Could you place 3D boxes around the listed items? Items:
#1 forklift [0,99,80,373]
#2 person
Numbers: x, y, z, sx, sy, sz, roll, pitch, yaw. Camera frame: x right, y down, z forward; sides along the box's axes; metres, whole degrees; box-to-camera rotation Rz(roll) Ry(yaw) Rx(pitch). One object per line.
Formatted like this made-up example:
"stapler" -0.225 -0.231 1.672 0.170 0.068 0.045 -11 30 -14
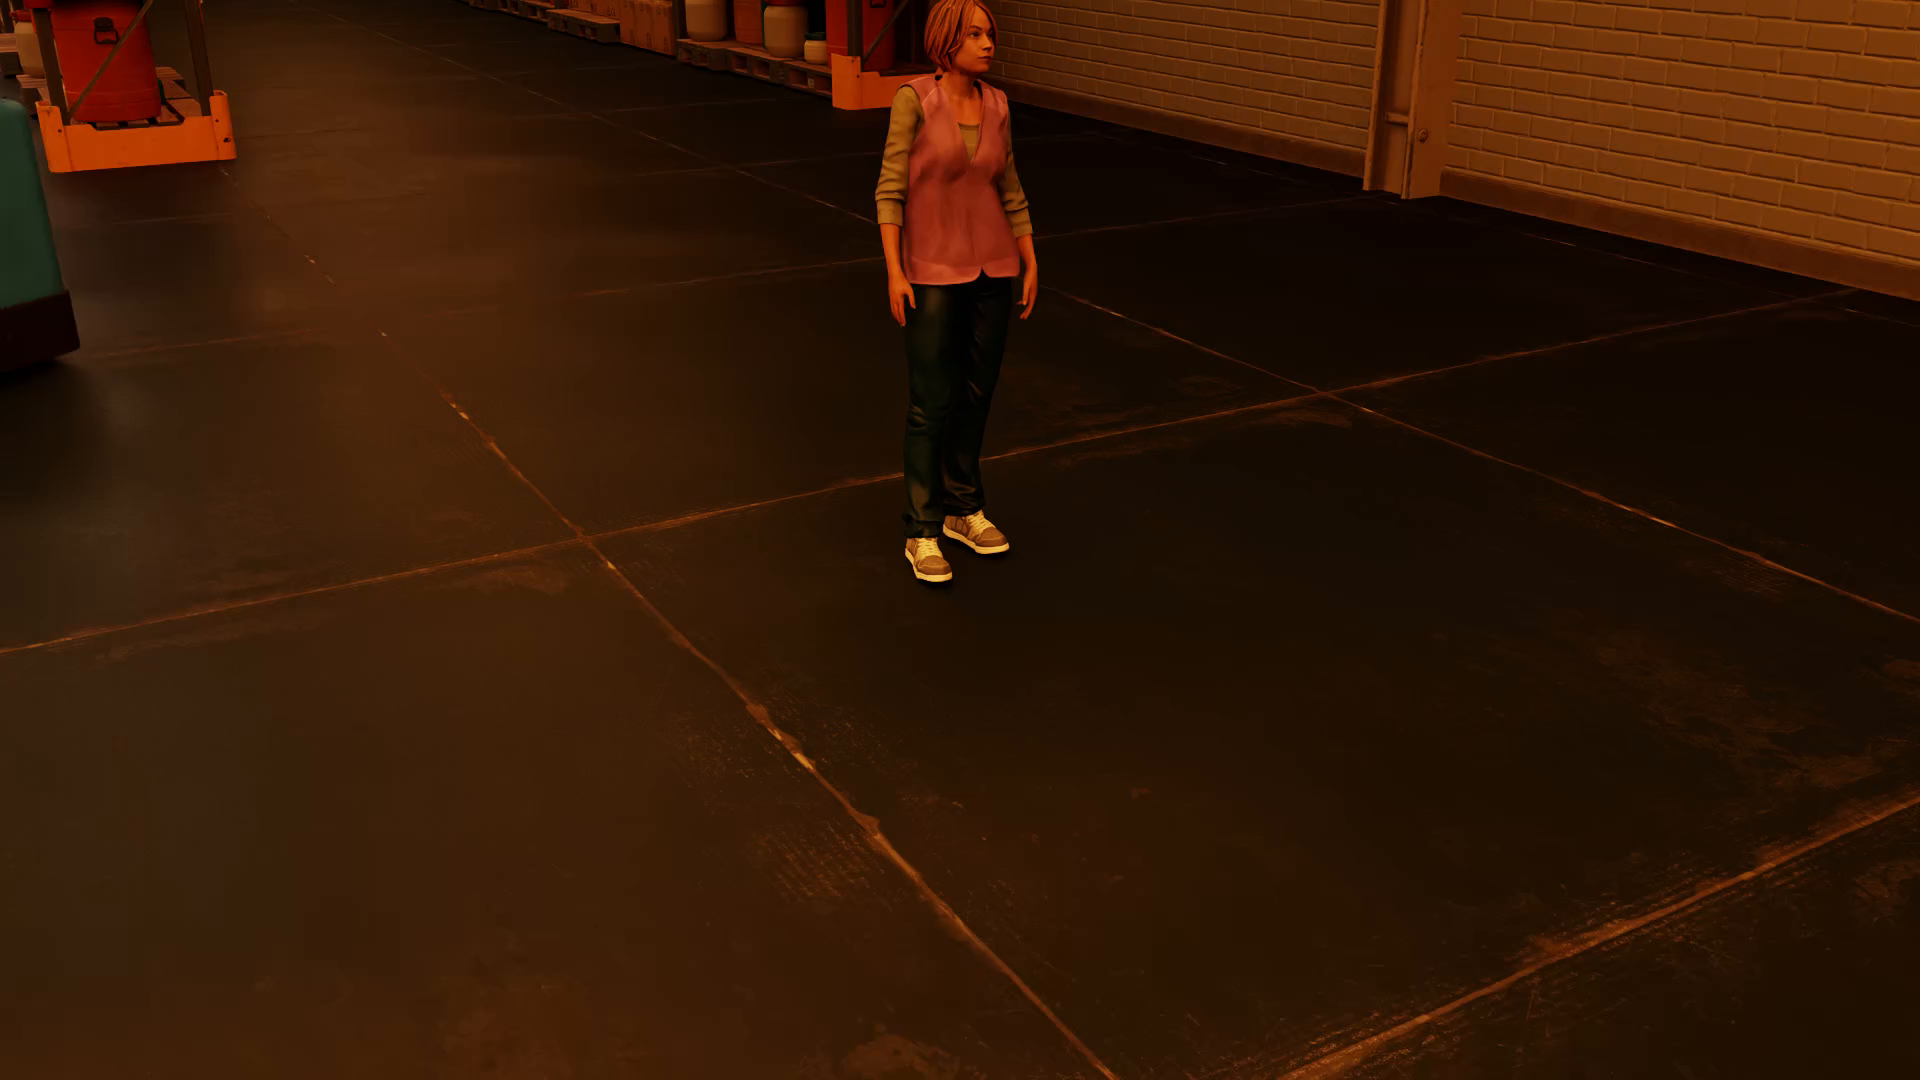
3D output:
"forklift" -5.211 -2.130 6.463 3.031 2.935 1.130 9 24 20
"person" 0.025 -0.719 4.763 0.520 1.597 0.476 -12 25 -28
